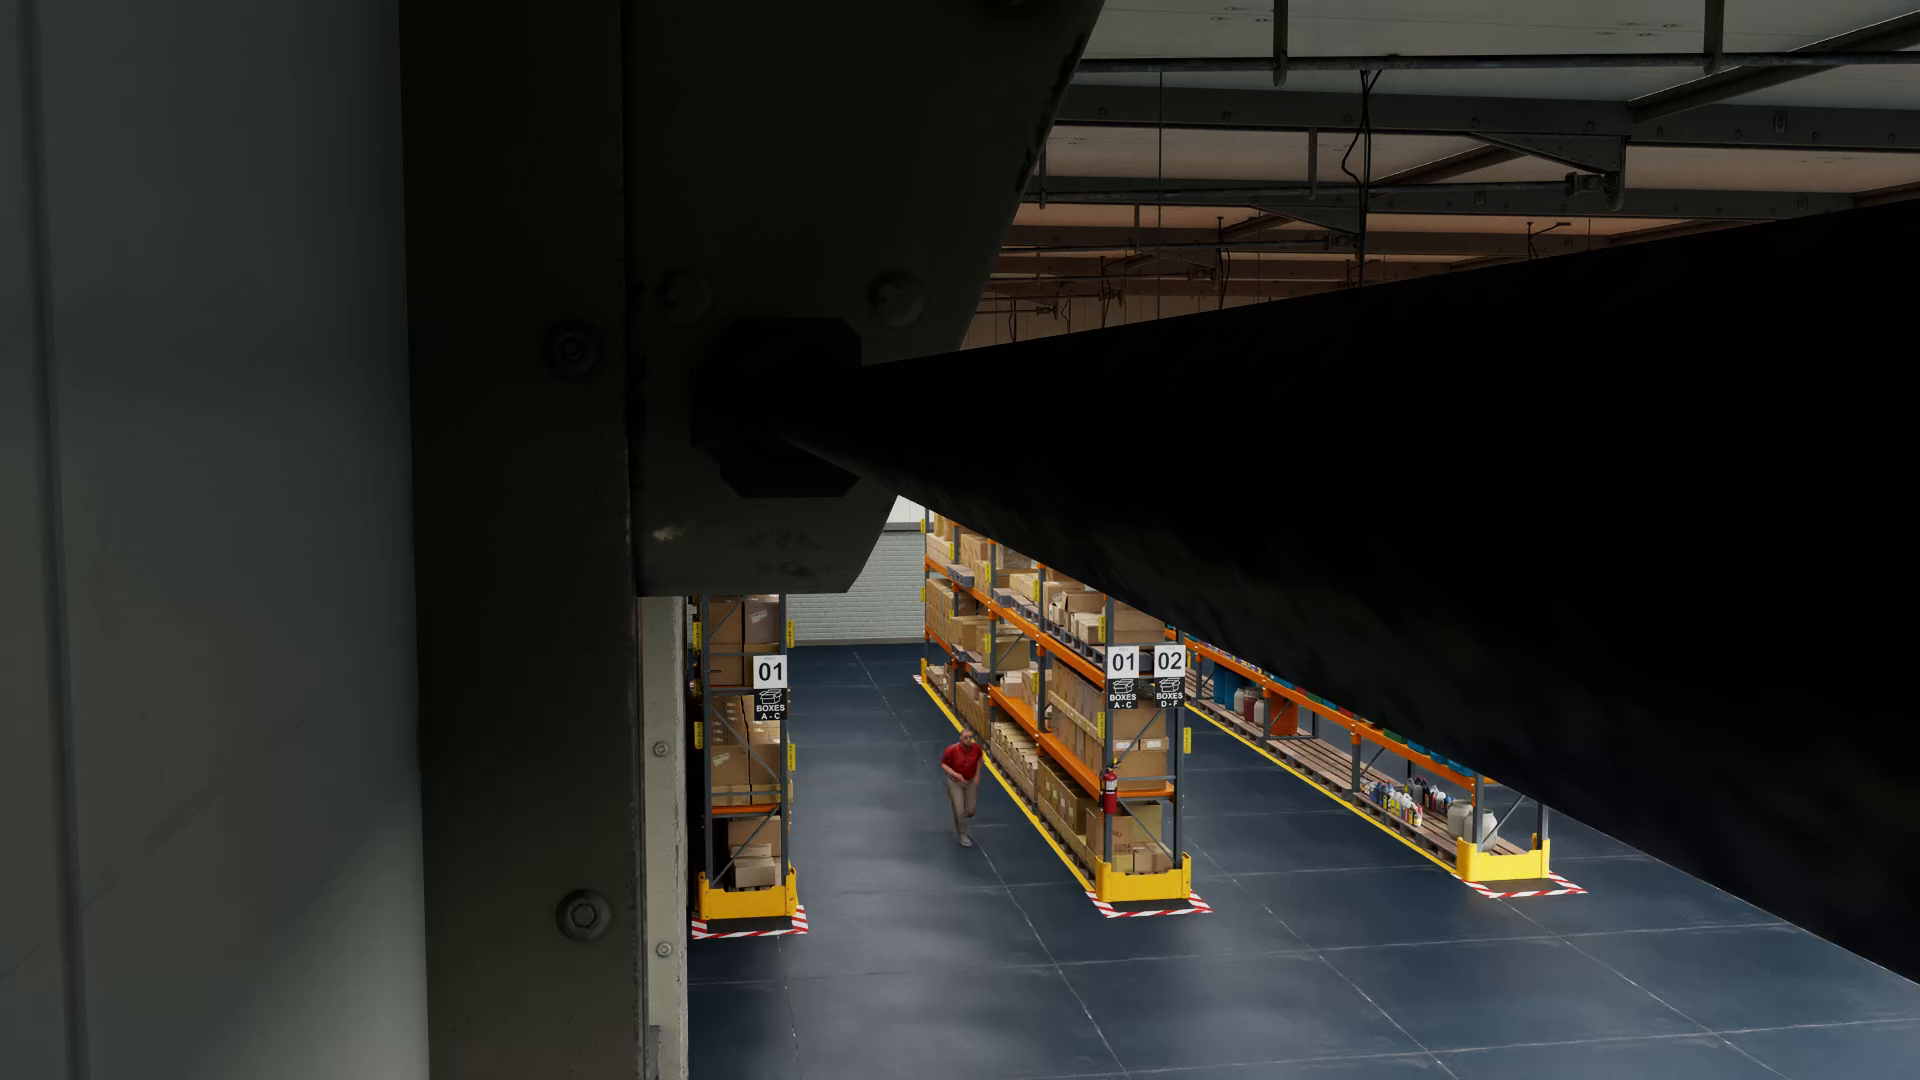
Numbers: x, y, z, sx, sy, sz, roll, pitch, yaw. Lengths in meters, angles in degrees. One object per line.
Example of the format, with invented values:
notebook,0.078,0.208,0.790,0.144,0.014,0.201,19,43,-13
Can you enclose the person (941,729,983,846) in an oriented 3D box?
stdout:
person,0.037,3.451,23.414,0.650,1.673,0.766,-1,5,-15
